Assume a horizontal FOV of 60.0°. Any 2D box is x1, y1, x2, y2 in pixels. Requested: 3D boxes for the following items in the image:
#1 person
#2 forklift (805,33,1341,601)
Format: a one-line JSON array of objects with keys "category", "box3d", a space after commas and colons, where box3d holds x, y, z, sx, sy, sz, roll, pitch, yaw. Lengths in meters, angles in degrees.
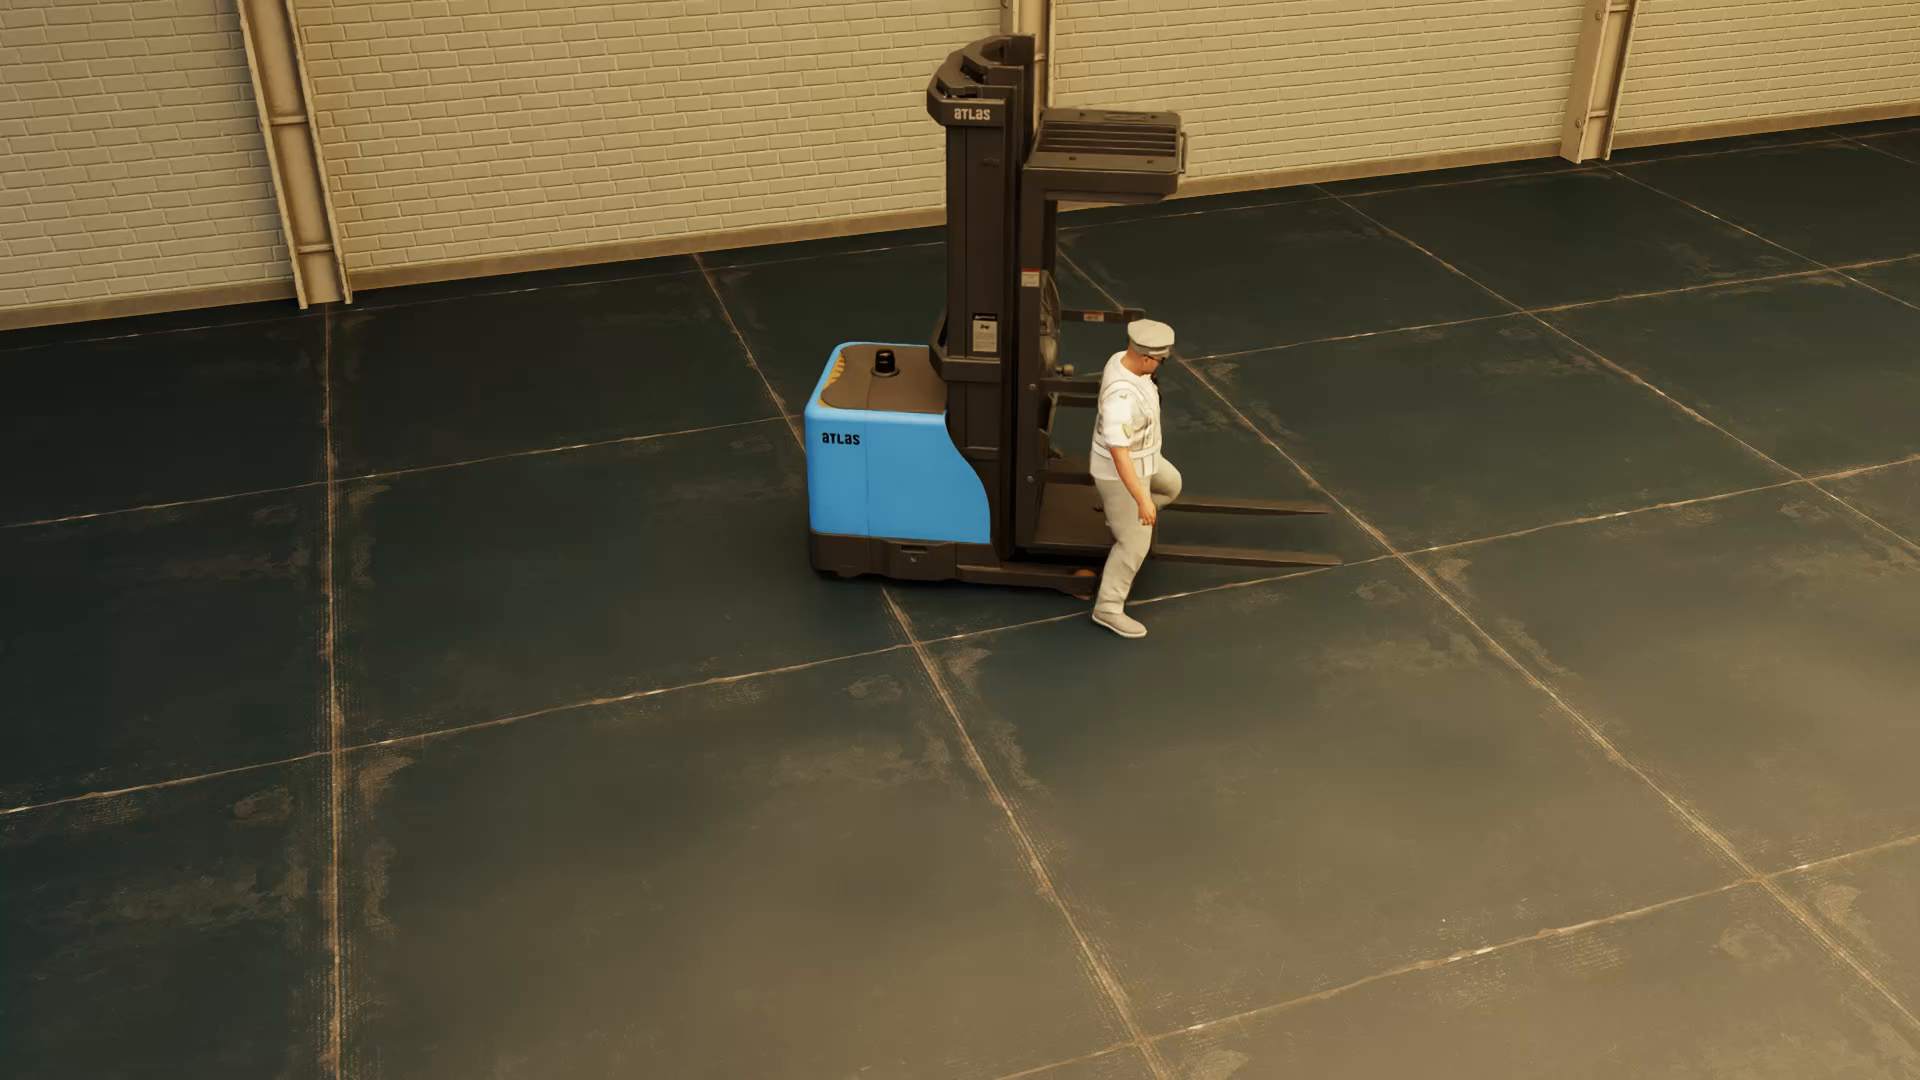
[{"category": "person", "box3d": [0.956, -0.380, 8.972, 0.513, 1.717, 0.864, 3, 30, 5]}, {"category": "forklift", "box3d": [0.683, -1.203, 9.178, 3.031, 2.935, 1.130, 4, 30, 6]}]
